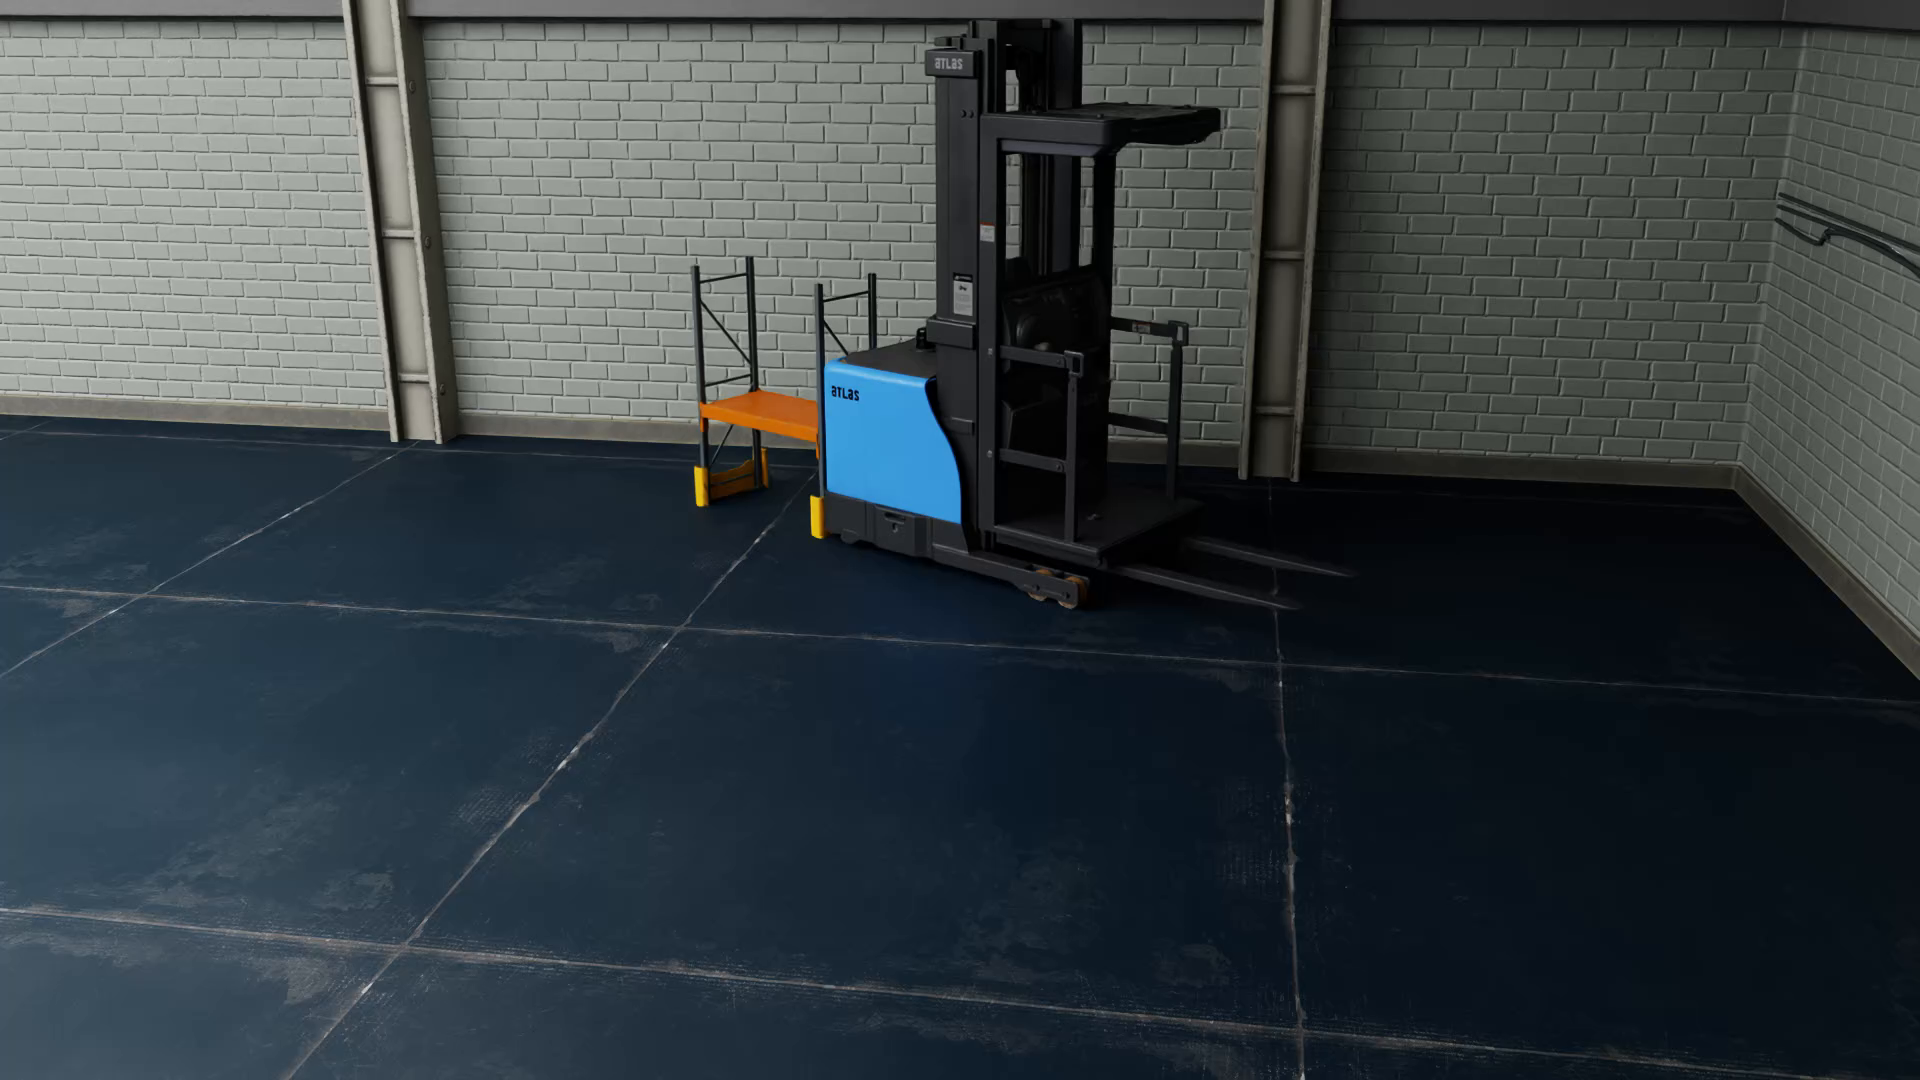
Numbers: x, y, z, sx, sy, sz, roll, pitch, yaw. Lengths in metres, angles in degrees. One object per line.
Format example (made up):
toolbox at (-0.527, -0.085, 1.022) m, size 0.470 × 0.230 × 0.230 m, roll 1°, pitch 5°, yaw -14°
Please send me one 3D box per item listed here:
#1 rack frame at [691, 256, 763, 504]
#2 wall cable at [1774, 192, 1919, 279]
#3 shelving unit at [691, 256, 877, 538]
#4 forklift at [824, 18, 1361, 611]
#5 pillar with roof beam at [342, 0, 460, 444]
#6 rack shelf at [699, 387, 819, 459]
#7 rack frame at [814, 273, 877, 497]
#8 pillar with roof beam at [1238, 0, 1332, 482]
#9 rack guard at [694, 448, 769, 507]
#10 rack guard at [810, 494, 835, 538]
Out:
rack frame at (-1.454, -0.997, 10.420) m, size 0.032 × 1.500 × 0.500 m, roll 14°, pitch 23°, yaw 36°
wall cable at (4.764, -2.674, 8.507) m, size 0.112 × 2.526 × 3.097 m, roll 3°, pitch 19°, yaw 9°
shelving unit at (-1.063, -0.898, 10.124) m, size 1.083 × 1.500 × 0.587 m, roll 14°, pitch 23°, yaw 36°
forklift at (0.676, -1.219, 8.828) m, size 3.031 × 2.935 × 1.130 m, roll 14°, pitch 23°, yaw 36°
pillar with roof beam at (-4.541, -3.663, 6.567) m, size 0.400 × 9.000 × 9.100 m, roll 3°, pitch 19°, yaw 9°
rack shelf at (-1.056, -0.726, 10.176) m, size 1.000 × 0.185 × 0.538 m, roll 14°, pitch 23°, yaw 36°
rack frame at (-0.659, -0.796, 9.818) m, size 0.032 × 1.500 × 0.500 m, roll 14°, pitch 23°, yaw 36°
pillar with roof beam at (1.383, -3.361, 5.665) m, size 0.400 × 9.000 × 9.100 m, roll 3°, pitch 19°, yaw 9°
rack guard at (-1.453, -0.404, 10.617) m, size 0.087 × 0.250 × 0.587 m, roll 14°, pitch 23°, yaw 36°
rack guard at (-0.674, -0.207, 10.028) m, size 0.087 × 0.250 × 0.587 m, roll 14°, pitch 23°, yaw 36°
